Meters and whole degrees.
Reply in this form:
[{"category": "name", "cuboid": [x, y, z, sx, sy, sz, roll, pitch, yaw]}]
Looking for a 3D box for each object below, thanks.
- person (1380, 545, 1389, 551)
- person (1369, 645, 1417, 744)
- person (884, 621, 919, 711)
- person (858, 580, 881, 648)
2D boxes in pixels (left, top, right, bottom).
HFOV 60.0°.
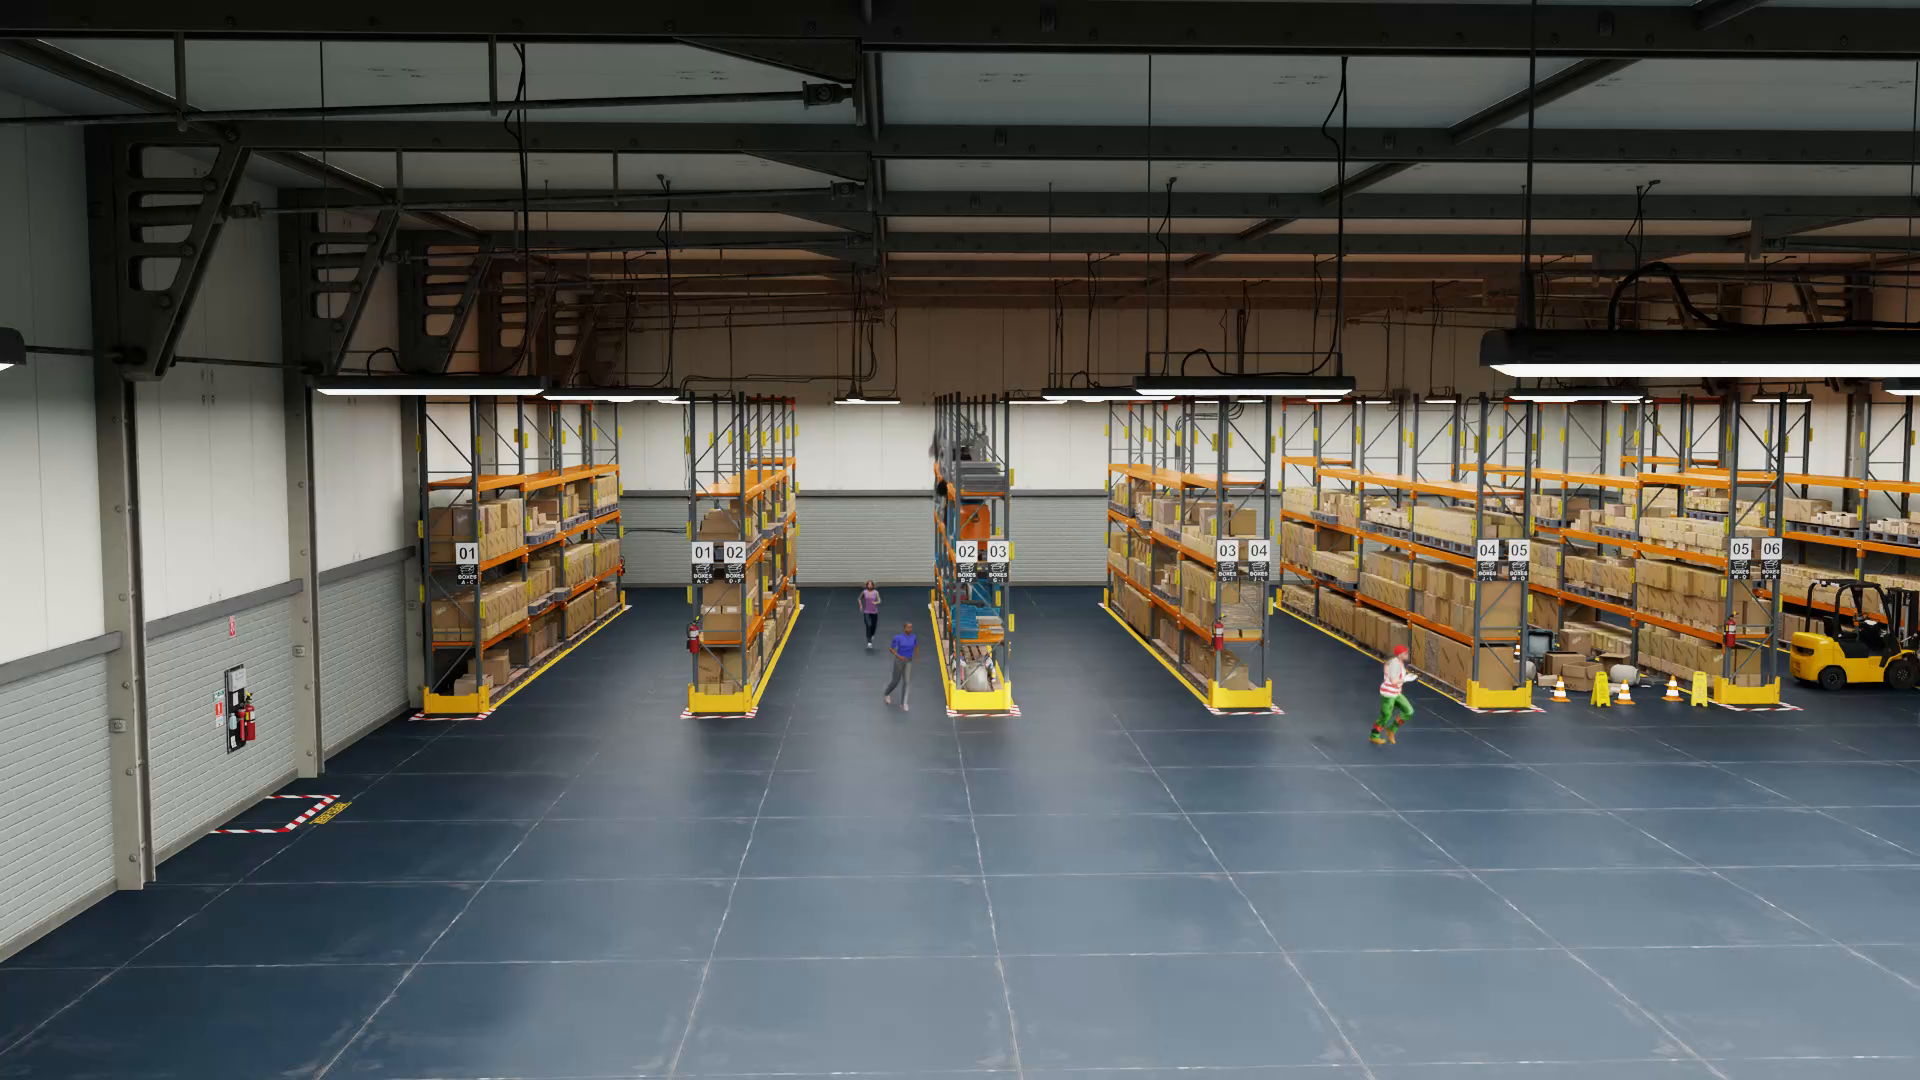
[{"category": "person", "cuboid": [12.459, 0.961, 49.025, 0.563, 1.655, 0.548, 0, 5, -6]}, {"category": "person", "cuboid": [7.276, 2.595, 27.905, 0.828, 1.716, 0.628, 3, 6, 36]}, {"category": "person", "cuboid": [-1.050, 2.371, 31.692, 0.630, 1.634, 0.830, -2, 5, -25]}, {"category": "person", "cuboid": [-2.145, 1.742, 39.627, 0.542, 1.576, 0.886, -1, 5, -9]}]
